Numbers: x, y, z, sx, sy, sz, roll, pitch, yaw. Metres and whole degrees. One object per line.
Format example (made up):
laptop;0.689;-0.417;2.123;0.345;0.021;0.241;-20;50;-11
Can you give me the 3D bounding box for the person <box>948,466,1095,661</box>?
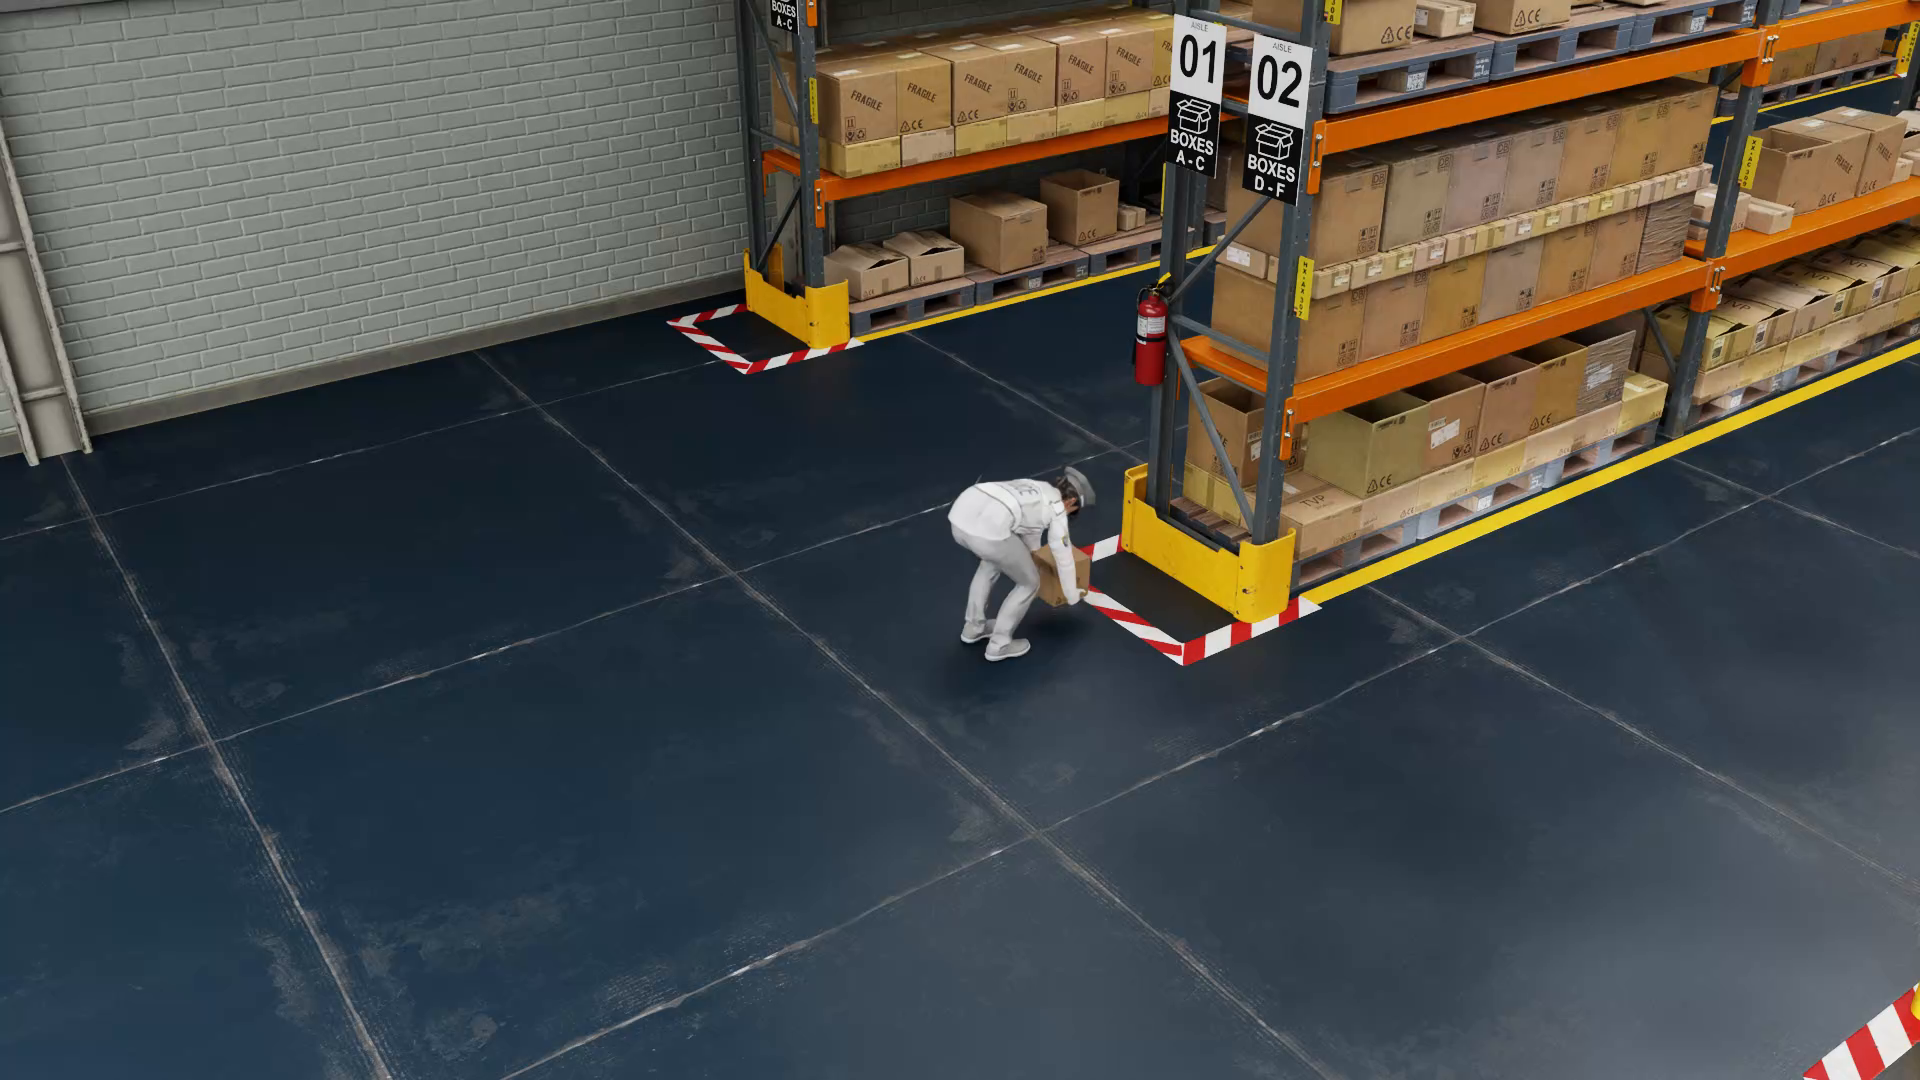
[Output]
person;0.354;0.092;9.154;0.912;0.995;0.437;-21;35;-33
